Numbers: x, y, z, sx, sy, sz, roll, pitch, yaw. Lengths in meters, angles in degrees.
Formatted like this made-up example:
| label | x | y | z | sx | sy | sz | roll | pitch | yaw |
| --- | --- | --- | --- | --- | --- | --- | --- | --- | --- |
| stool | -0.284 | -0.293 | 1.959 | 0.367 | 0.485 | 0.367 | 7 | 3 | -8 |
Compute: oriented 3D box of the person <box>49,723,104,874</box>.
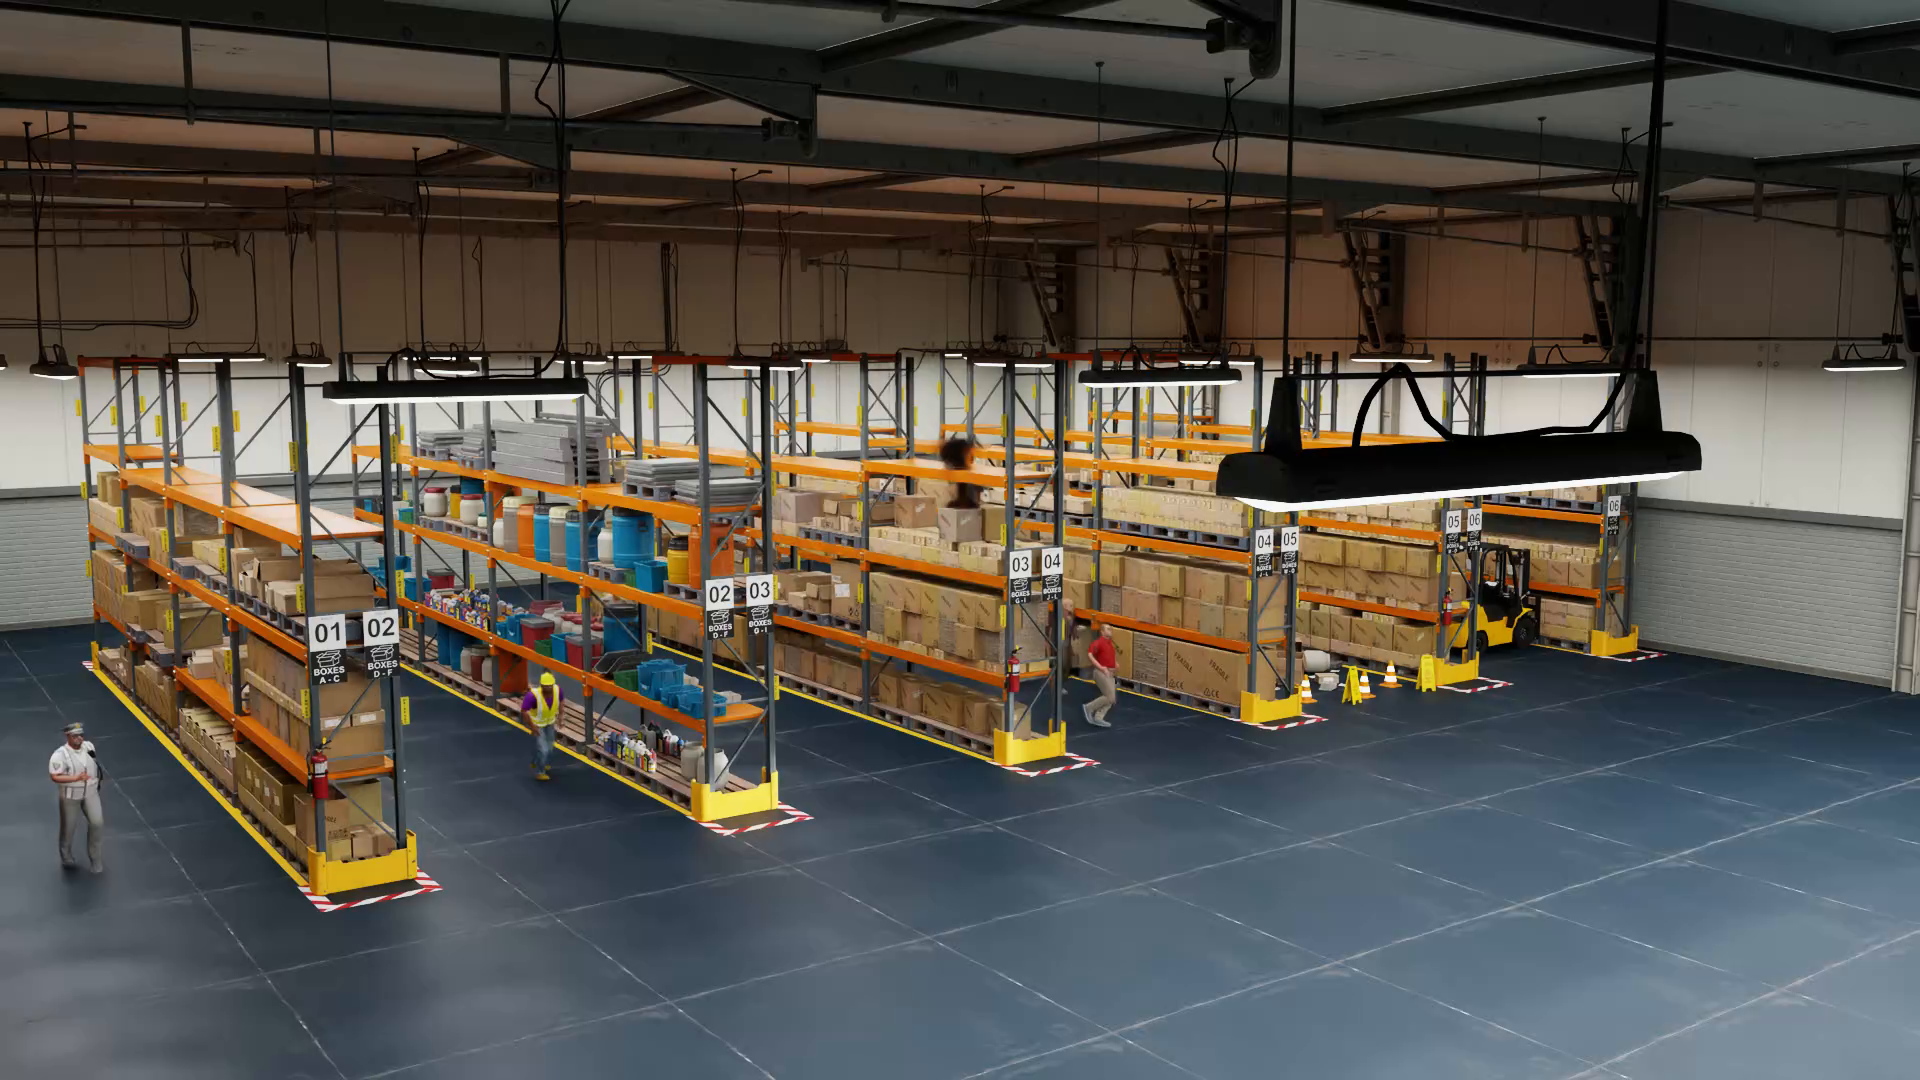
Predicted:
| label | x | y | z | sx | sy | sz | roll | pitch | yaw |
| --- | --- | --- | --- | --- | --- | --- | --- | --- | --- |
| person | -10.516 | 3.065 | 19.809 | 0.875 | 1.846 | 0.612 | 6 | 9 | 42 |

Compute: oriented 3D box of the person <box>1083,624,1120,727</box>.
| label | x | y | z | sx | sy | sz | roll | pitch | yaw |
| --- | --- | --- | --- | --- | --- | --- | --- | --- | --- |
| person | 2.351 | 2.208 | 27.243 | 0.547 | 1.671 | 0.693 | 3 | 8 | 23 |

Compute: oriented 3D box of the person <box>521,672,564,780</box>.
| label | x | y | z | sx | sy | sz | roll | pitch | yaw |
| --- | --- | --- | --- | --- | --- | --- | --- | --- | --- |
| person | -6.002 | 2.645 | 23.871 | 0.915 | 1.619 | 0.715 | 5 | 9 | 37 |

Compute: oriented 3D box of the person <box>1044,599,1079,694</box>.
| label | x | y | z | sx | sy | sz | roll | pitch | yaw |
| --- | --- | --- | --- | --- | --- | --- | --- | --- | --- |
| person | 1.783 | 1.881 | 29.788 | 0.715 | 1.713 | 0.703 | 6 | 9 | 41 |

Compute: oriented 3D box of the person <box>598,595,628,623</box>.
| label | x | y | z | sx | sy | sz | roll | pitch | yaw |
| --- | --- | --- | --- | --- | --- | --- | --- | --- | --- |
| person | -6.876 | 1.599 | 32.786 | 0.579 | 1.529 | 1.000 | -4 | 8 | -28 |
